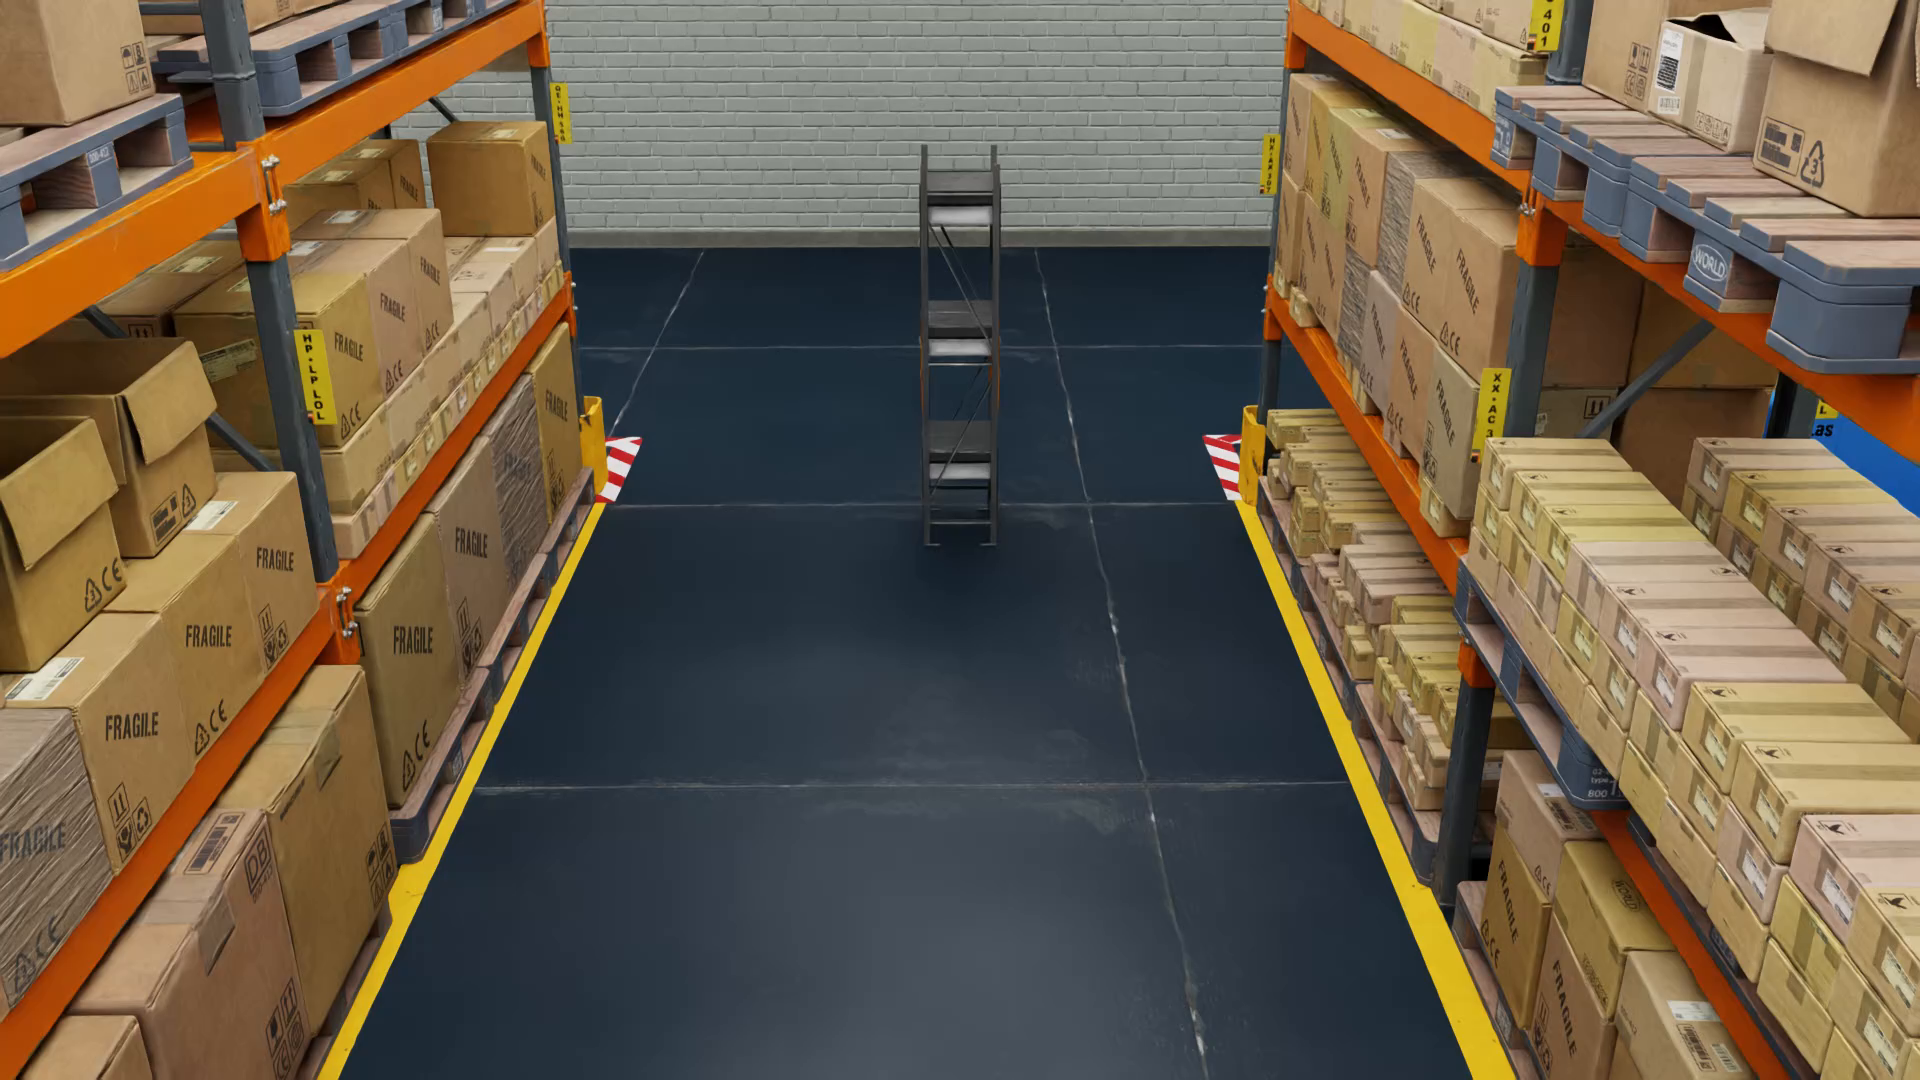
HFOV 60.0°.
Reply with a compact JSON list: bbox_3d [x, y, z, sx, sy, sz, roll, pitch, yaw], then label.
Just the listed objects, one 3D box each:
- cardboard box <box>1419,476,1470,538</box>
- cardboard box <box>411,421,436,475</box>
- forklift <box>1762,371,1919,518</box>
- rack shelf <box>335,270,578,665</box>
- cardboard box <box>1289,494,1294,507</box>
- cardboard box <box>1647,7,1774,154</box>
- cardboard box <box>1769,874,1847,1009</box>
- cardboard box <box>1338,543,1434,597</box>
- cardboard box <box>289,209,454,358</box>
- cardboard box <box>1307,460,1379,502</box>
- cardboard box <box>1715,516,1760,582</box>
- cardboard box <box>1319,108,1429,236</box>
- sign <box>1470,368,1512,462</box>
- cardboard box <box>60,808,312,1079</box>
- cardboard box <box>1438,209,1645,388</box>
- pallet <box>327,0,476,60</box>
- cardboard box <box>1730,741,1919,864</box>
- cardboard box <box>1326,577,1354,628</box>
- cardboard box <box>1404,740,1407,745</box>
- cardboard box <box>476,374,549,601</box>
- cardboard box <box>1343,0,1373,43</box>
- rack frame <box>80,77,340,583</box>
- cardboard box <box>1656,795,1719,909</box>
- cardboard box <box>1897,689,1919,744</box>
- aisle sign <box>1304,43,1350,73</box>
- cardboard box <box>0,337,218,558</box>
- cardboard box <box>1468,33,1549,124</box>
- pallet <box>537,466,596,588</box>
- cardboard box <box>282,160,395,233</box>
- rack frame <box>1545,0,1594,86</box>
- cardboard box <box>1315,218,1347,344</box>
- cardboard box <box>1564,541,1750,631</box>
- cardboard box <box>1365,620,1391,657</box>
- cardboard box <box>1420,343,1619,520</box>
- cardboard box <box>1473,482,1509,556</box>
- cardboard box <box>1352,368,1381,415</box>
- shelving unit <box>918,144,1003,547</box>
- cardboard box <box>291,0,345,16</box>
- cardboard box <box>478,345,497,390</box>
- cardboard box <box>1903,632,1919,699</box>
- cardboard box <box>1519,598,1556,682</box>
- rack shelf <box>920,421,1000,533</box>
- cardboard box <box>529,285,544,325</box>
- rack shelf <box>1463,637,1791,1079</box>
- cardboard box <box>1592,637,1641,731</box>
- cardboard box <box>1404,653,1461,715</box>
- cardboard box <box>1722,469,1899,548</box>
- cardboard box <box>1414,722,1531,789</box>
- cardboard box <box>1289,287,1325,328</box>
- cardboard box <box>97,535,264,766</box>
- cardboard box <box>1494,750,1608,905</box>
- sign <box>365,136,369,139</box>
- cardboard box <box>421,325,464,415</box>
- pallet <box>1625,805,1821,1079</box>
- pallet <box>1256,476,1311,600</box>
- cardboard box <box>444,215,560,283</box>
[{"bbox_3d":[1.940,-0.127,6.195,0.380,0.149,0.250,-1,24,-2],"label":"cardboard box"},{"bbox_3d":[-2.353,-0.372,6.738,0.380,0.149,0.250,-1,24,-2],"label":"cardboard box"},{"bbox_3d":[5.516,-1.226,8.403,3.031,2.935,1.130,1,24,3],"label":"forklift"},{"bbox_3d":[-2.693,-0.534,7.665,1.077,0.370,4.000,0,24,-1],"label":"rack shelf"},{"bbox_3d":[2.016,-0.235,9.079,0.380,0.149,0.250,0,24,-1],"label":"cardboard box"},{"bbox_3d":[2.089,-1.173,4.161,0.500,0.311,0.500,-1,24,-1],"label":"cardboard box"},{"bbox_3d":[1.859,0.791,3.294,0.380,0.149,0.250,0,24,-1],"label":"cardboard box"},{"bbox_3d":[1.937,0.135,7.539,0.380,0.149,0.250,-1,24,-2],"label":"cardboard box"},{"bbox_3d":[-2.429,-1.063,6.871,0.500,0.500,0.500,-1,24,-2],"label":"cardboard box"},{"bbox_3d":[1.995,-0.294,8.488,0.380,0.149,0.250,-1,24,-3],"label":"cardboard box"},{"bbox_3d":[2.495,0.040,4.955,0.380,0.149,0.250,0,24,0],"label":"cardboard box"},{"bbox_3d":[1.980,-1.695,7.662,0.500,0.500,0.500,-1,24,-2],"label":"cardboard box"},{"bbox_3d":[1.747,-0.408,5.461,0.100,0.325,0.005,0,24,-1],"label":"sign"},{"bbox_3d":[-2.634,1.370,4.649,1.225,0.875,0.875,-1,24,-2],"label":"cardboard box"},{"bbox_3d":[2.014,-0.848,5.789,0.500,0.500,0.500,-1,24,-2],"label":"cardboard box"},{"bbox_3d":[-2.680,-2.203,6.949,1.003,0.211,1.213,0,24,-1],"label":"pallet"},{"bbox_3d":[1.857,0.549,3.470,0.380,0.149,0.250,1,24,2],"label":"cardboard box"},{"bbox_3d":[1.961,0.295,7.907,0.380,0.149,0.250,0,24,-1],"label":"cardboard box"},{"bbox_3d":[2.025,0.821,6.744,0.380,0.149,0.250,0,24,1],"label":"cardboard box"},{"bbox_3d":[-2.618,-0.271,8.279,0.875,0.875,0.875,0,24,-1],"label":"cardboard box"},{"bbox_3d":[2.015,-2.350,7.348,0.500,0.250,0.500,-1,24,-2],"label":"cardboard box"},{"bbox_3d":[-2.672,-0.038,5.694,1.000,3.000,0.127,0,24,-1],"label":"rack frame"},{"bbox_3d":[1.853,0.711,3.834,0.380,0.149,0.250,-1,24,-3],"label":"cardboard box"},{"bbox_3d":[2.509,0.475,3.994,0.380,0.149,0.250,0,24,0],"label":"cardboard box"},{"bbox_3d":[1.945,-2.880,8.824,0.394,0.787,0.004,0,24,-1],"label":"aisle sign"},{"bbox_3d":[-2.656,-0.278,4.885,0.797,0.503,0.637,-1,24,-2],"label":"cardboard box"},{"bbox_3d":[2.014,-1.518,5.509,0.500,0.250,0.500,0,24,1],"label":"cardboard box"},{"bbox_3d":[-2.628,-0.087,9.186,1.003,0.211,1.213,0,24,-1],"label":"pallet"},{"bbox_3d":[-2.963,-1.477,7.786,0.500,0.500,0.500,-1,24,-2],"label":"cardboard box"},{"bbox_3d":[2.289,-2.752,4.415,1.000,3.000,0.127,0,24,-1],"label":"rack frame"},{"bbox_3d":[1.998,-1.240,7.868,0.500,0.500,0.500,0,24,0],"label":"cardboard box"},{"bbox_3d":[1.843,0.121,4.416,0.380,0.149,0.250,-1,24,-1],"label":"cardboard box"},{"bbox_3d":[2.005,0.394,7.327,0.380,0.149,0.250,0,24,1],"label":"cardboard box"},{"bbox_3d":[2.001,-0.398,6.007,0.500,0.500,0.500,0,24,0],"label":"cardboard box"},{"bbox_3d":[1.834,-0.067,5.192,0.380,0.149,0.250,0,24,0],"label":"cardboard box"},{"bbox_3d":[1.963,-0.665,7.385,0.380,0.149,0.250,0,24,0],"label":"cardboard box"},{"bbox_3d":[-0.002,-1.025,8.968,0.431,2.100,0.503,0,24,-1],"label":"shelving unit"},{"bbox_3d":[-2.742,-2.231,6.151,0.700,0.500,0.500,1,24,2],"label":"cardboard box"},{"bbox_3d":[-2.366,-0.797,7.677,0.380,0.149,0.250,0,24,0],"label":"cardboard box"},{"bbox_3d":[2.502,0.335,3.943,0.380,0.149,0.250,-1,24,-3],"label":"cardboard box"},{"bbox_3d":[1.841,0.286,4.773,0.380,0.149,0.250,0,24,0],"label":"cardboard box"},{"bbox_3d":[-0.002,-0.375,9.262,0.431,0.518,0.480,0,24,-1],"label":"rack shelf"},{"bbox_3d":[-2.376,-1.216,8.603,0.380,0.149,0.250,0,24,0],"label":"cardboard box"},{"bbox_3d":[2.311,1.133,3.978,1.077,0.370,4.000,0,24,-1],"label":"rack shelf"},{"bbox_3d":[1.850,0.365,4.238,0.380,0.149,0.250,1,24,2],"label":"cardboard box"},{"bbox_3d":[1.983,0.567,6.584,0.380,0.149,0.250,0,24,0],"label":"cardboard box"},{"bbox_3d":[2.493,-0.091,4.886,0.380,0.149,0.250,-1,24,-2],"label":"cardboard box"},{"bbox_3d":[1.968,0.825,6.375,0.380,0.149,0.250,0,24,0],"label":"cardboard box"},{"bbox_3d":[1.915,-1.202,8.572,0.380,0.149,0.250,-1,24,-2],"label":"cardboard box"},{"bbox_3d":[-2.395,0.312,4.799,0.500,0.500,0.500,0,24,1],"label":"cardboard box"},{"bbox_3d":[2.033,0.893,5.250,0.500,0.250,0.500,-1,24,-3],"label":"cardboard box"},{"bbox_3d":[-3.270,-2.117,9.144,0.100,0.325,0.005,0,24,-1],"label":"sign"},{"bbox_3d":[-2.427,-0.718,7.020,0.500,0.250,0.500,0,24,1],"label":"cardboard box"},{"bbox_3d":[2.270,0.901,3.850,1.003,0.211,1.213,0,24,-1],"label":"pallet"},{"bbox_3d":[2.220,-0.030,9.061,1.003,0.211,1.213,0,24,-1],"label":"pallet"},{"bbox_3d":[-2.445,-1.555,8.869,0.500,0.250,0.500,-1,24,-1],"label":"cardboard box"}]
